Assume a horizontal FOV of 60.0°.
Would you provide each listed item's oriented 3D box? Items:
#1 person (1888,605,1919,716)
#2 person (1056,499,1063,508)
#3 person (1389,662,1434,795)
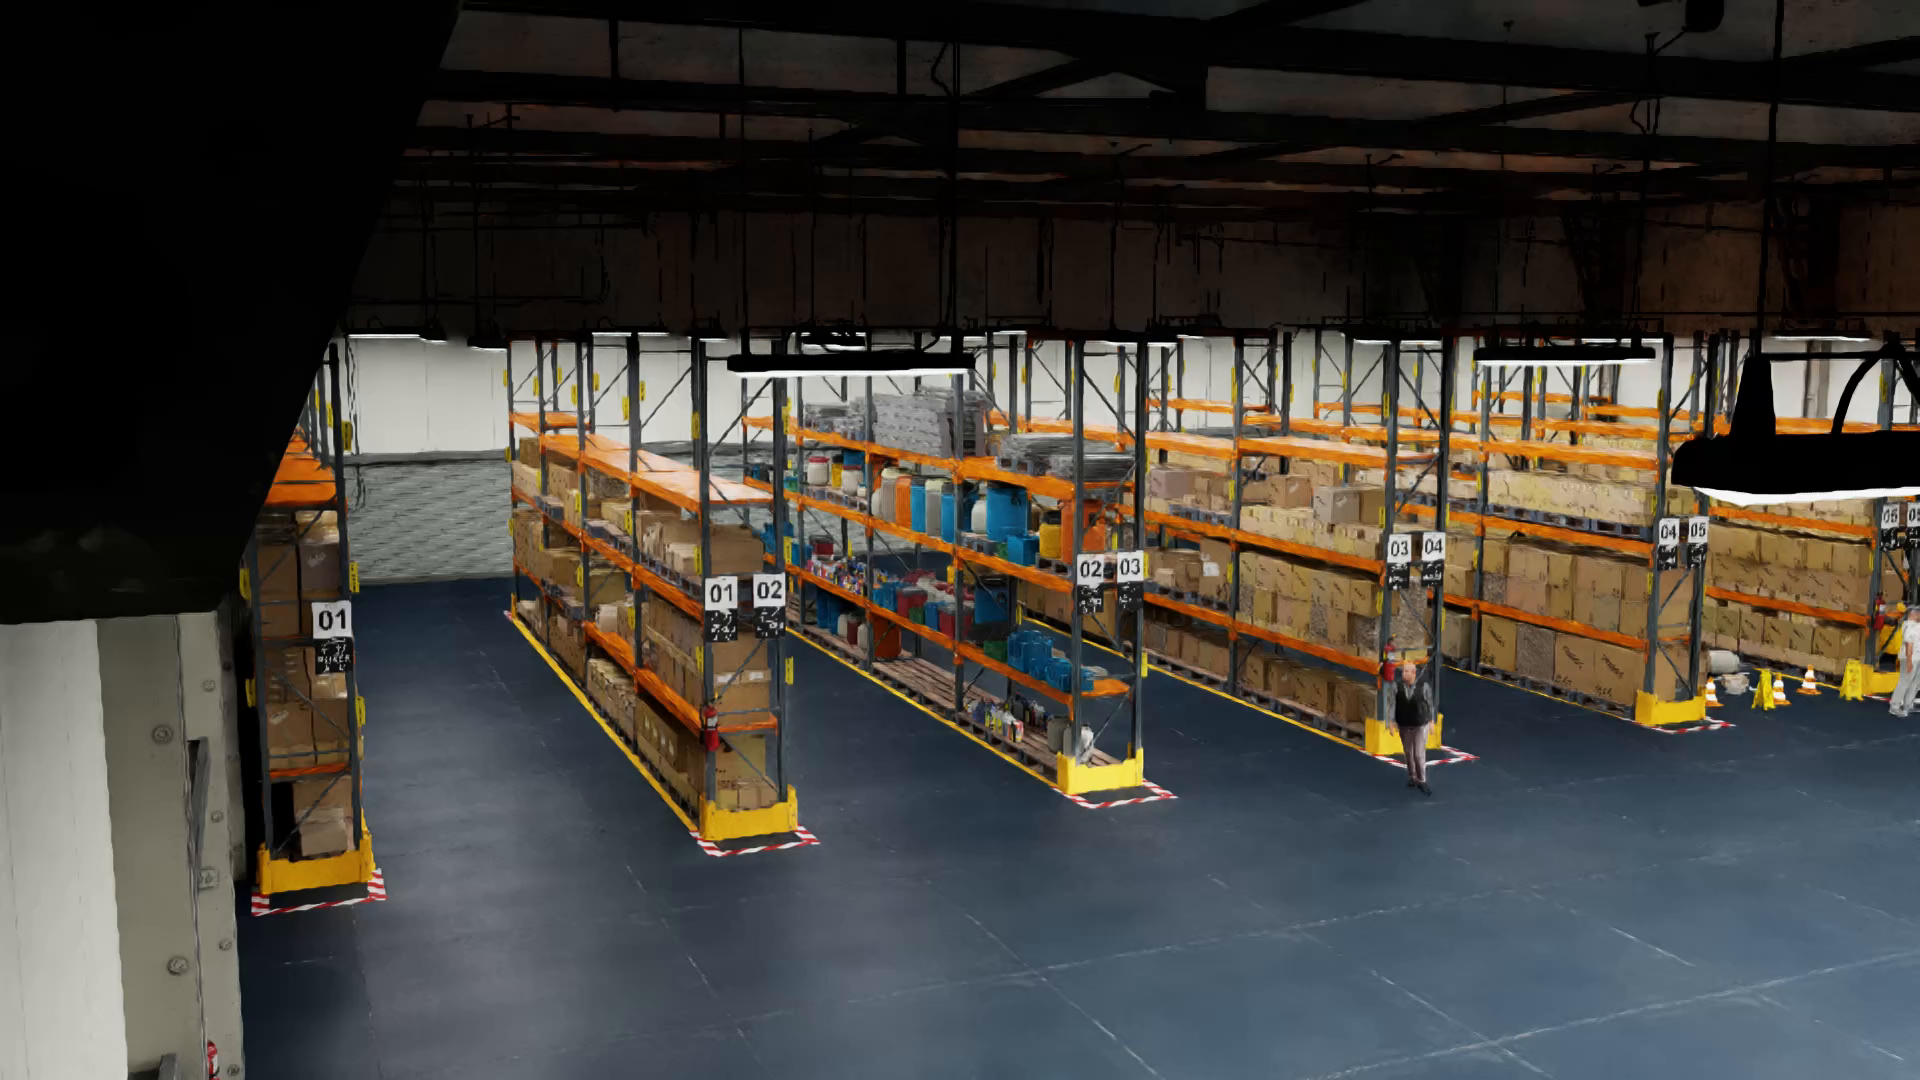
[{"bbox_3d":[15.020,1.902,26.291,0.493,1.756,0.644,4,9,27],"label":"person"},{"bbox_3d":[2.516,-0.260,42.639,0.580,1.618,0.507,-4,9,-24],"label":"person"},{"bbox_3d":[6.051,2.479,22.192,0.639,1.727,0.501,5,9,30],"label":"person"}]
